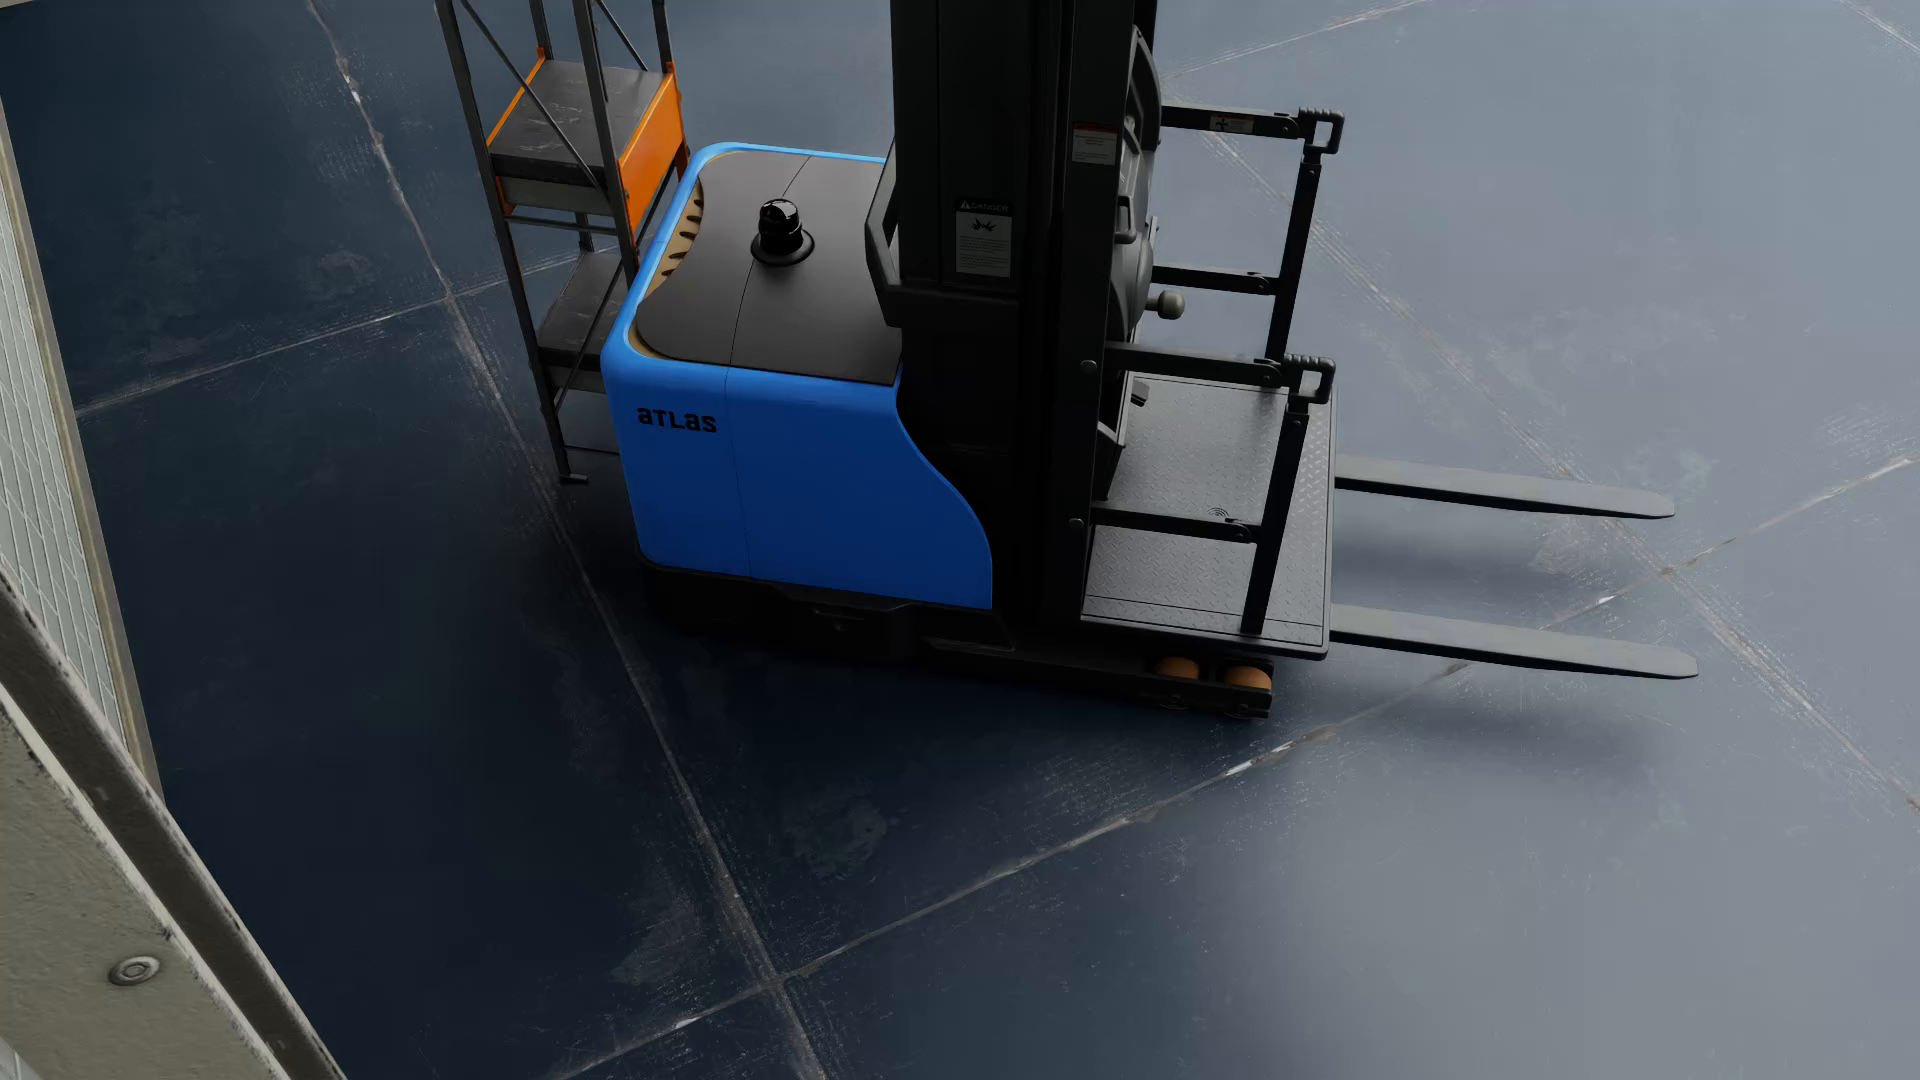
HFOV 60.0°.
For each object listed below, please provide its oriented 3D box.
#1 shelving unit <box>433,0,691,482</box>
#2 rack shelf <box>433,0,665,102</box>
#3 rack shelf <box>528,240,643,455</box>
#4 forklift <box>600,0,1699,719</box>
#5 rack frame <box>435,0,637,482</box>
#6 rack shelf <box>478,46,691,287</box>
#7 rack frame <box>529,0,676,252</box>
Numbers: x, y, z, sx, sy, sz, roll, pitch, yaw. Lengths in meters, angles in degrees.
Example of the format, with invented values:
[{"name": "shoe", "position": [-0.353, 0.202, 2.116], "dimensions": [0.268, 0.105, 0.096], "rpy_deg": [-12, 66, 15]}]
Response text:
[{"name": "shelving unit", "position": [-1.059, -1.050, 4.774], "dimensions": [0.431, 2.100, 0.503], "rpy_deg": [9, 49, 7]}, {"name": "rack shelf", "position": [-1.059, -1.502, 4.257], "dimensions": [0.431, 0.518, 0.480], "rpy_deg": [9, 49, 7]}, {"name": "rack shelf", "position": [-1.059, -0.580, 5.311], "dimensions": [0.431, 0.518, 0.480], "rpy_deg": [9, 49, 7]}, {"name": "forklift", "position": [0.621, -0.884, 4.076], "dimensions": [3.031, 2.935, 1.130], "rpy_deg": [7, 49, 6]}, {"name": "rack frame", "position": [-1.107, -0.870, 4.616], "dimensions": [0.400, 2.100, 0.015], "rpy_deg": [9, 49, 7]}, {"name": "rack shelf", "position": [-1.059, -1.041, 4.784], "dimensions": [0.431, 0.518, 0.480], "rpy_deg": [9, 49, 7]}, {"name": "rack frame", "position": [-1.011, -1.230, 4.931], "dimensions": [0.400, 2.100, 0.015], "rpy_deg": [9, 49, 7]}]
